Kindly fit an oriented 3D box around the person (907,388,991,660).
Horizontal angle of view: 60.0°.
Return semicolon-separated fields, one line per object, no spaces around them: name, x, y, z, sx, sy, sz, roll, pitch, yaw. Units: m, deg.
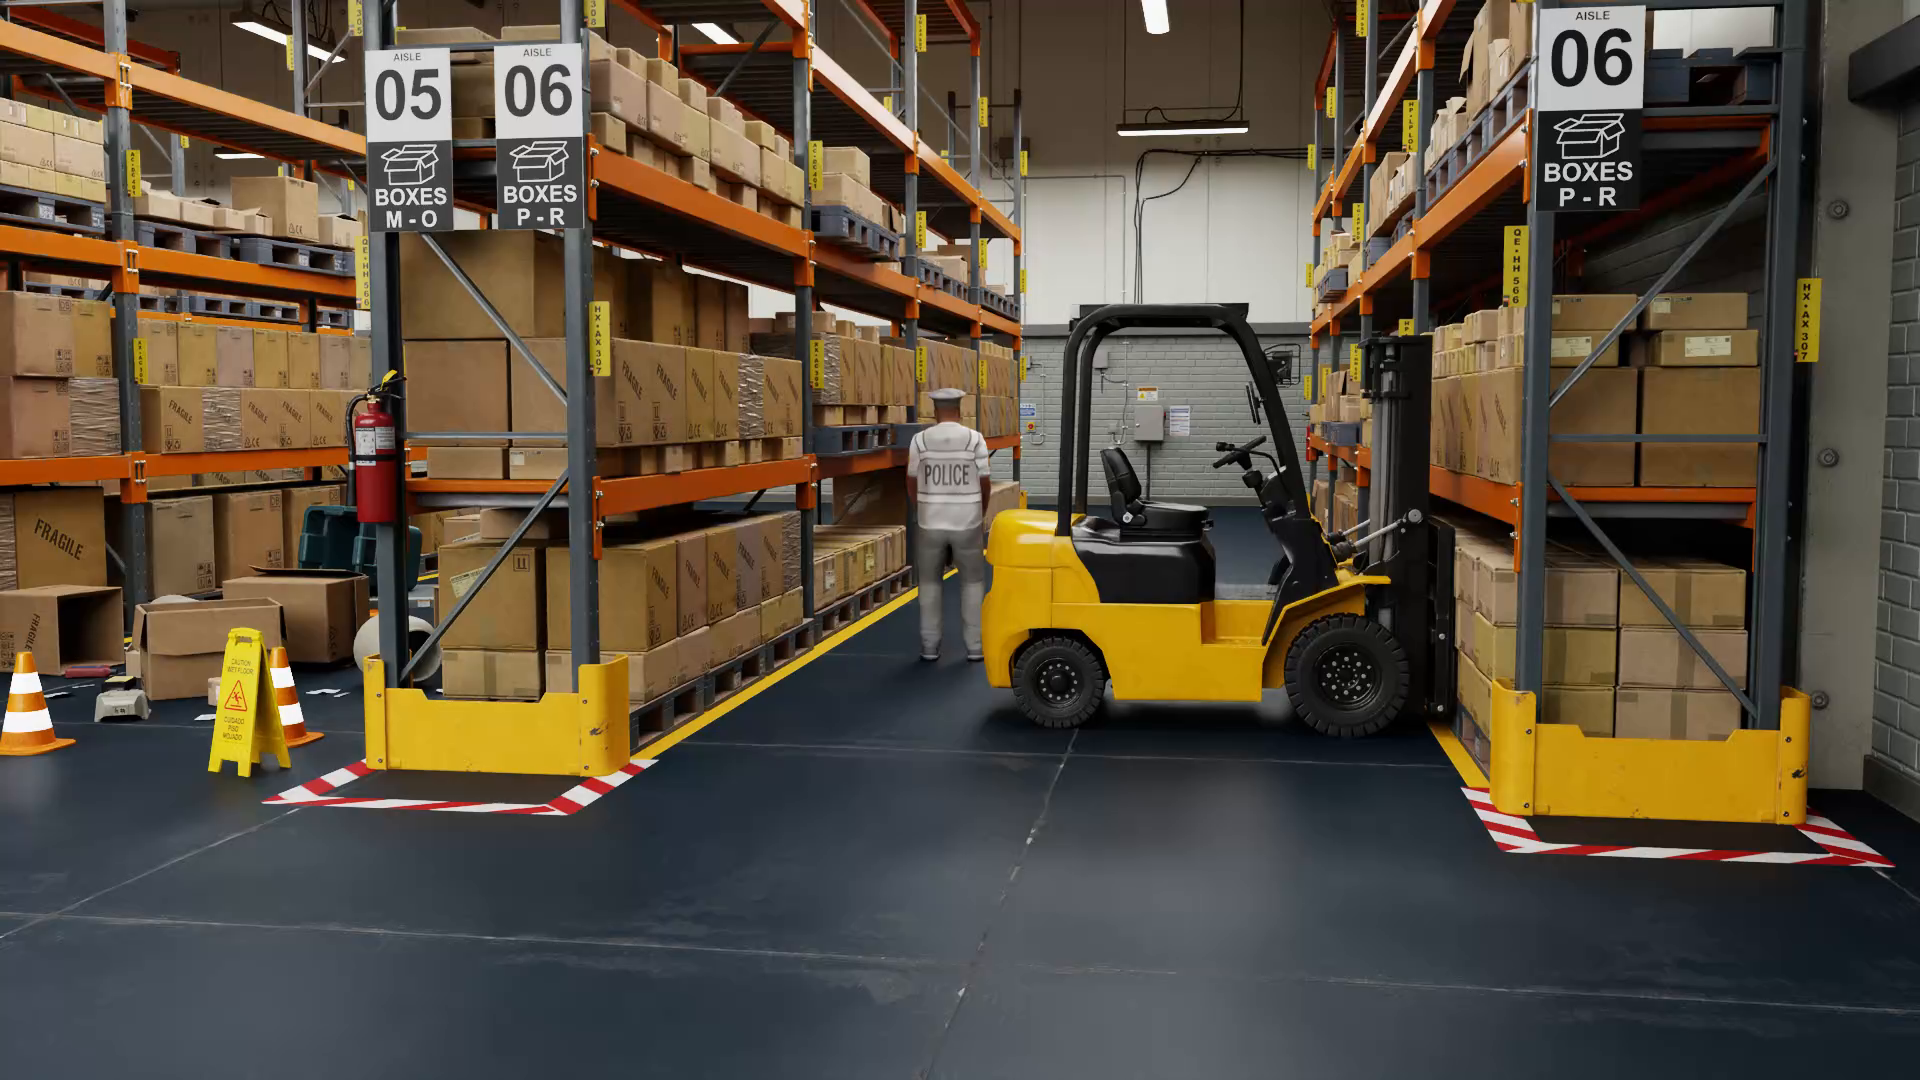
person;-0.069;-0.102;10.808;0.547;1.763;0.444;0;4;4
